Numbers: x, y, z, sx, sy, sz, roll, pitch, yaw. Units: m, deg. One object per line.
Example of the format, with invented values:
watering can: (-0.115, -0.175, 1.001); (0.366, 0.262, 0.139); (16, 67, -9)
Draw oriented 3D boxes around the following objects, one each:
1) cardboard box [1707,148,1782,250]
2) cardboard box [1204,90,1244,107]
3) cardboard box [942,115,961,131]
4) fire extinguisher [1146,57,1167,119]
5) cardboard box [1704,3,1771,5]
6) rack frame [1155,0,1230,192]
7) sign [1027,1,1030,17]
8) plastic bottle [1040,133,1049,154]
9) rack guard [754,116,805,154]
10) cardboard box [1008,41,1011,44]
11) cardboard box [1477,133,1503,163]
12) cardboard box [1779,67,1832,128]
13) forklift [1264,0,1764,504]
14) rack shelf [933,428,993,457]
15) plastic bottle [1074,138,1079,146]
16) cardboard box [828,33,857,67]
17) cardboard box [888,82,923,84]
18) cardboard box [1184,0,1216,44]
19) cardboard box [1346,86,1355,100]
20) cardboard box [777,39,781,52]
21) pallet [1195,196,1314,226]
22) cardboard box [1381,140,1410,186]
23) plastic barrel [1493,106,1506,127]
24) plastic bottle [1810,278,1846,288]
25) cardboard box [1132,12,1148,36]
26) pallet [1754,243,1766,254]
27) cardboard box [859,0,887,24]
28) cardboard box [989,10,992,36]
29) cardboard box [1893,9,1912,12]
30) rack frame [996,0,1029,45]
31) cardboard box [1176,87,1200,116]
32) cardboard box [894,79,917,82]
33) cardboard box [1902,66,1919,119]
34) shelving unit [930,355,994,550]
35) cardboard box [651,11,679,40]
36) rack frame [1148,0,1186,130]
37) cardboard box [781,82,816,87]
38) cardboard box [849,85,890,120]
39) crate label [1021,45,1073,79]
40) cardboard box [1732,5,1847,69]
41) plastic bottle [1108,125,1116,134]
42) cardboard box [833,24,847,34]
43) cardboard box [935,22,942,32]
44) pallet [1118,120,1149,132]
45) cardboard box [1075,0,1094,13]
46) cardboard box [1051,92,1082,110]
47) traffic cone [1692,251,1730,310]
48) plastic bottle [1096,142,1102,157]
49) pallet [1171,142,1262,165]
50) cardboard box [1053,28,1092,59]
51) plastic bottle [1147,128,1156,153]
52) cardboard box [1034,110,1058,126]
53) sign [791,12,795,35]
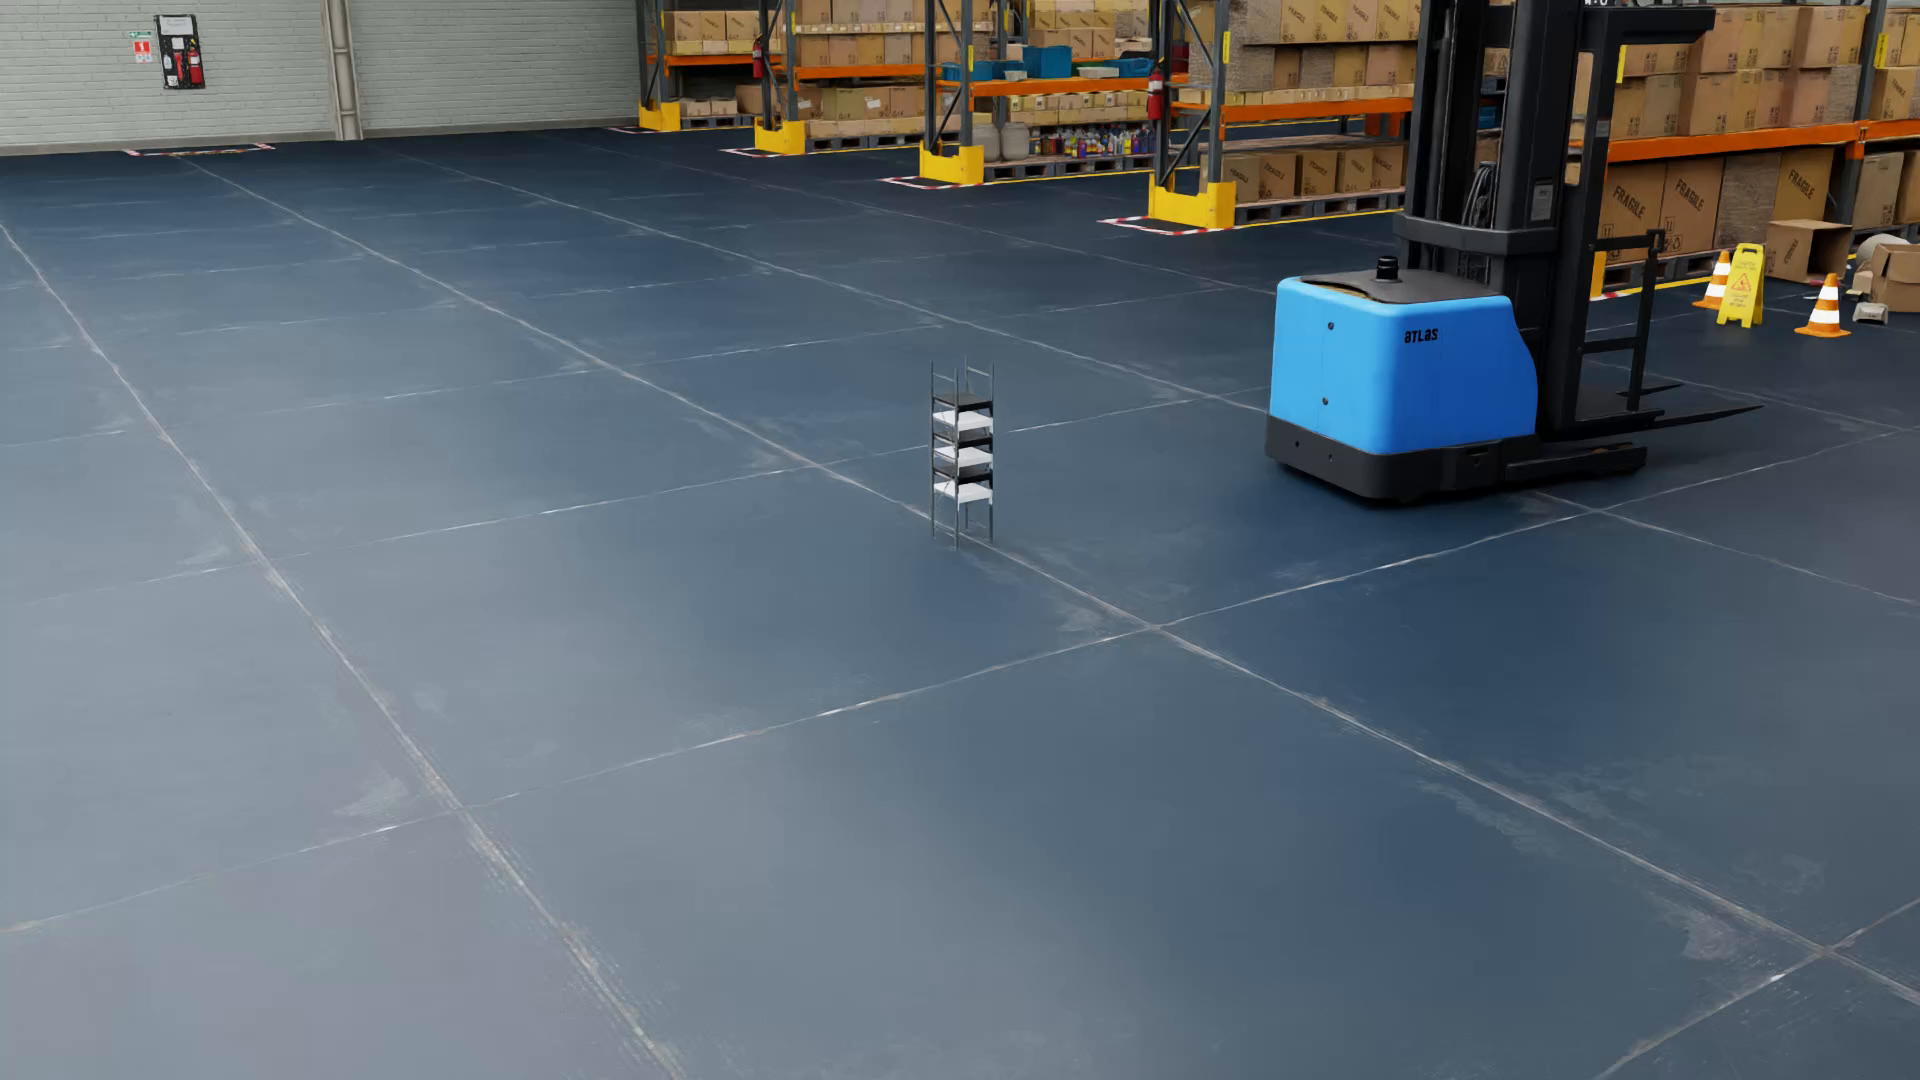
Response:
cardboard box: (7.236, -3.341, 16.105); (0.875, 0.875, 0.875); (-12, 22, -31)
cardboard box: (2.935, -4.908, 18.470); (0.250, 0.149, 0.380); (-12, 22, -31)
cardboard box: (-0.229, -7.066, 28.100); (0.500, 0.250, 0.500); (-12, 22, -31)
fire extinguisher: (2.217, -5.107, 18.787); (0.183, 0.674, 0.296); (-12, 22, -31)
cardboard box: (10.969, -7.330, 23.522); (0.637, 0.503, 0.797); (-11, 22, -30)
rack frame: (2.566, -5.040, 18.470); (0.127, 3.000, 1.000); (-12, 22, -31)
sign: (1.381, -10.792, 33.798); (0.005, 0.325, 0.100); (-12, 22, -31)
plastic bottle: (1.222, -5.753, 24.132); (0.133, 0.283, 0.061); (-11, 22, -30)
rack guard: (-2.899, -6.502, 26.698); (0.348, 0.500, 1.175); (-12, 22, -31)
cardboard box: (1.206, -10.441, 34.805); (0.250, 0.149, 0.380); (-12, 22, -31)
cardboard box: (6.840, -4.950, 21.421); (0.500, 0.500, 0.700); (-12, 22, -32)
cardboard box: (7.802, -4.300, 16.047); (0.550, 0.550, 0.875); (-12, 22, -31)
forklift: (3.294, -1.877, 9.221); (3.031, 2.935, 1.130); (-8, 20, -23)
rack shelf: (0.007, -0.481, 8.087); (0.200, 0.077, 0.258); (-12, 22, -31)
plastic bottle: (1.715, -5.756, 24.269); (0.097, 0.201, 0.097); (0, 19, 0)
cardboard box: (-2.046, -7.911, 26.804); (0.500, 0.500, 0.700); (-11, 22, -30)
cardboard box: (-0.933, -7.473, 28.132); (0.500, 0.500, 0.500); (-12, 22, -31)
cardboard box: (2.889, -5.865, 18.728); (0.500, 0.500, 0.500); (-12, 22, -31)
cardboard box: (4.377, -5.226, 19.410); (0.250, 0.149, 0.380); (-12, 22, -31)
cardboard box: (-3.327, -9.315, 31.318); (0.500, 0.250, 0.500); (-12, 22, -32)
pallet: (3.327, -3.866, 19.352); (1.213, 0.211, 1.003); (-12, 22, -31)
cardboard box: (5.551, -4.700, 20.710); (0.500, 0.500, 0.500); (-13, 22, -33)
plastic barrel: (9.400, -7.592, 28.640); (0.708, 0.901, 0.600); (-12, 22, -31)
plastic bottle: (7.829, -2.311, 14.984); (0.283, 0.061, 0.133); (13, 23, 34)
cardboard box: (3.748, -11.085, 35.699); (0.500, 0.500, 0.500); (-12, 22, -31)
pallet: (7.872, -2.966, 16.690); (1.213, 0.211, 1.003); (-12, 22, -31)
cardboard box: (-1.581, -8.624, 26.888); (0.500, 0.500, 0.700); (-12, 22, -31)
cardboard box: (0.236, -10.489, 33.743); (0.500, 0.500, 0.700); (-14, 23, -36)
cardboard box: (13.976, -7.773, 25.151); (0.500, 0.500, 0.500); (-13, 22, -33)
rack frame: (1.075, -10.424, 34.395); (0.127, 3.000, 1.000); (-12, 22, -31)
cardboard box: (4.340, -8.128, 30.819); (0.500, 0.500, 0.500); (-11, 22, -29)
cardboard box: (-1.256, -8.982, 33.347); (0.500, 0.500, 0.700); (-12, 22, -32)
cardboard box: (9.559, -4.558, 16.886); (0.500, 0.500, 0.500); (-12, 22, -31)
shelving unit: (0.007, -0.428, 8.105); (0.210, 0.900, 0.258); (-12, 22, -31)
cardboard box: (-5.330, -9.449, 30.542); (0.500, 0.500, 0.500); (-12, 22, -32)
rack frame: (3.802, -9.100, 30.478); (0.127, 3.000, 1.000); (-12, 22, -31)
cardboard box: (-3.111, -8.550, 32.069); (0.500, 0.500, 0.500); (-14, 23, -35)
cardboard box: (-1.482, -7.157, 27.199); (0.500, 0.500, 0.500); (-12, 22, -31)
crate label: (1.230, -6.778, 23.556); (0.616, 0.435, 0.502); (-12, 22, -31)
cardboard box: (7.828, -4.799, 15.837); (0.550, 0.550, 0.875); (-12, 22, -31)
plastic bottle: (2.280, -5.992, 24.734); (0.185, 0.351, 0.144); (-11, 22, -30)
cardboard box: (-2.005, -8.148, 26.493); (0.250, 0.149, 0.380); (-12, 22, -31)
cardboard box: (-0.499, -8.466, 27.434); (0.250, 0.149, 0.380); (-12, 22, -32)
pallet: (3.093, -7.644, 30.526); (1.213, 0.211, 1.003); (-12, 22, -31)
cardboard box: (2.460, -11.172, 34.785); (0.500, 0.250, 0.500); (-12, 22, -31)
cardboard box: (1.796, -7.742, 29.223); (0.500, 0.311, 0.500); (-13, 22, -33)
traffic cone: (6.434, -2.208, 14.053); (0.334, 0.463, 0.336); (-12, 22, -31)
plastic bottle: (1.980, -5.579, 23.747); (0.097, 0.201, 0.097); (0, 19, 0)
pallet: (3.817, -5.897, 25.359); (1.213, 0.211, 1.003); (-12, 22, -31)
cardboard box: (1.970, -8.755, 29.300); (0.500, 0.500, 0.500); (-12, 22, -31)
plastic bottle: (2.803, -5.833, 24.263); (0.185, 0.351, 0.144); (-13, 22, -33)
cardboard box: (1.362, -7.386, 29.046); (0.500, 0.250, 0.500); (-11, 22, -30)
sign: (-2.579, -7.989, 25.716); (0.005, 0.325, 0.100); (-12, 22, -31)
